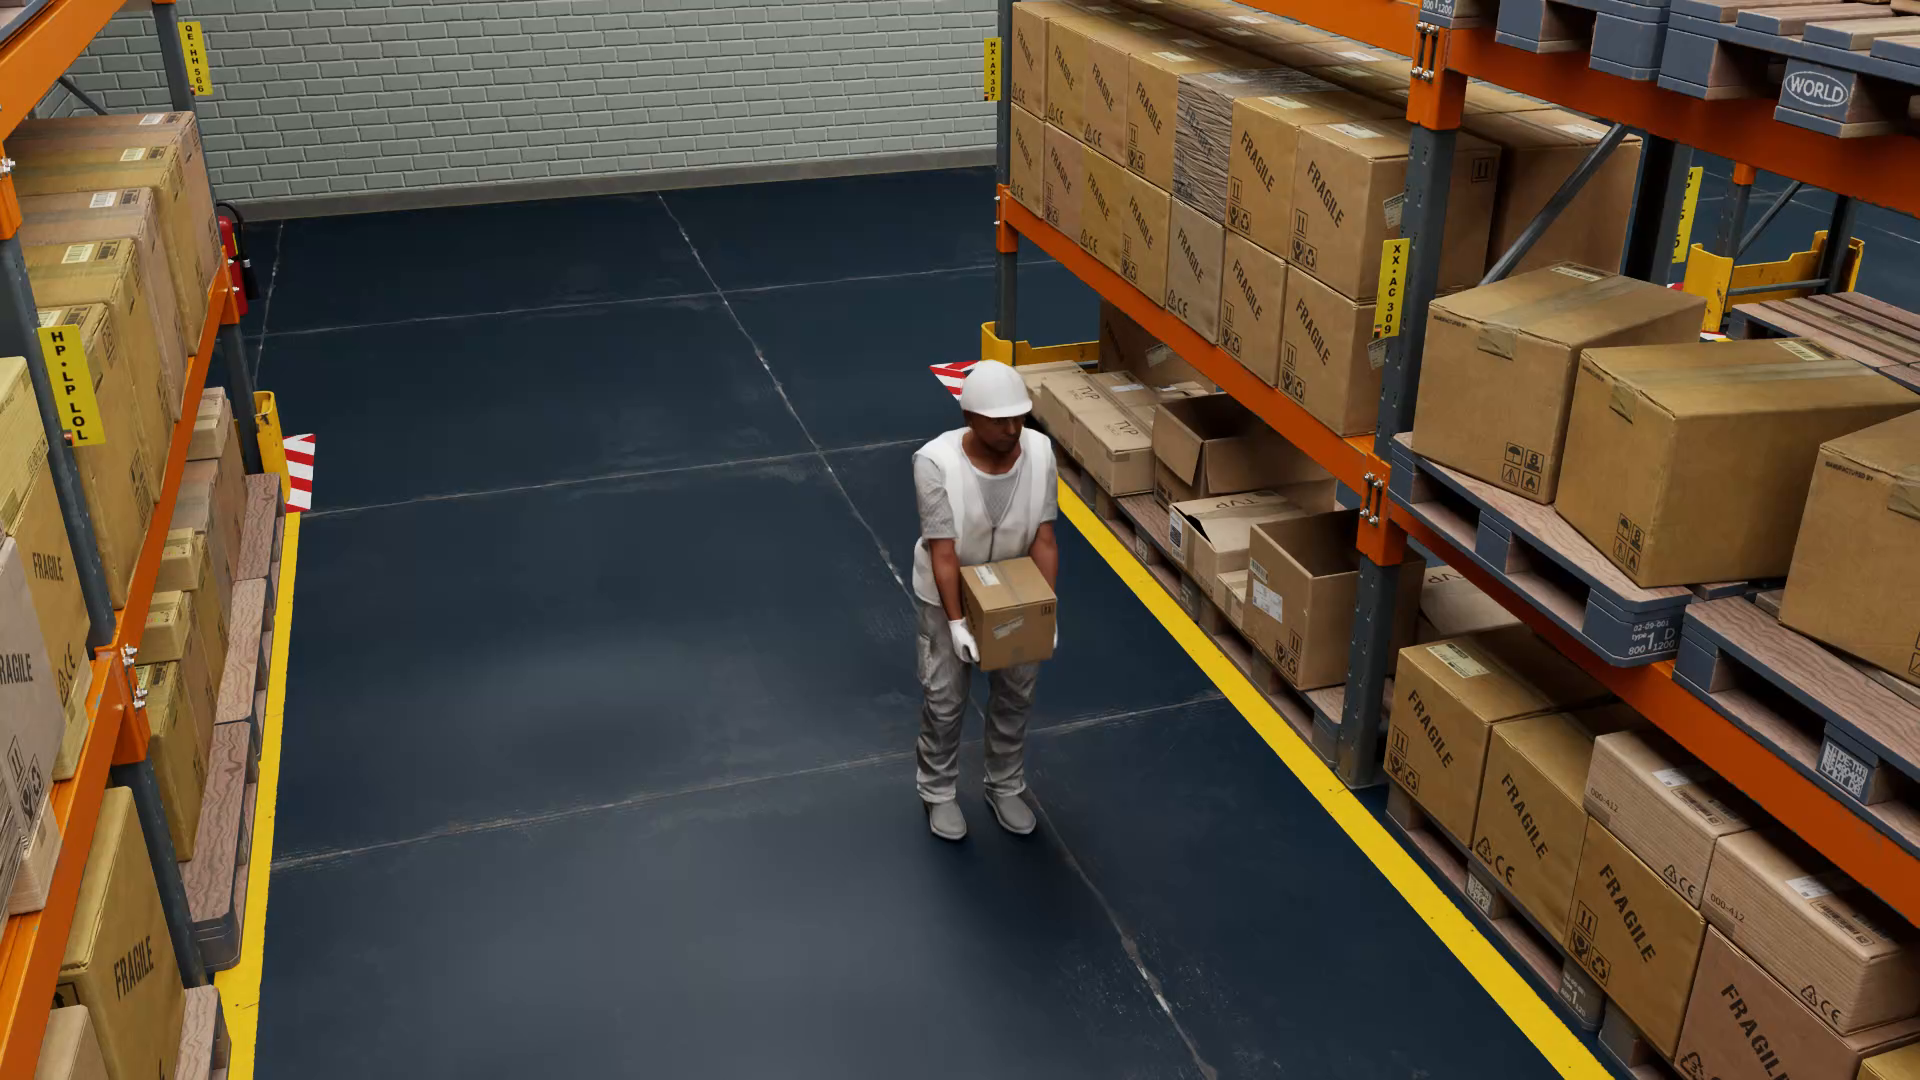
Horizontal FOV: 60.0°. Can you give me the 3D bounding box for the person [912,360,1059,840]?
[{"bbox_3d":[0.102,0.228,5.643,0.491,1.767,0.593,-9,27,-17],"label":"person"}]
